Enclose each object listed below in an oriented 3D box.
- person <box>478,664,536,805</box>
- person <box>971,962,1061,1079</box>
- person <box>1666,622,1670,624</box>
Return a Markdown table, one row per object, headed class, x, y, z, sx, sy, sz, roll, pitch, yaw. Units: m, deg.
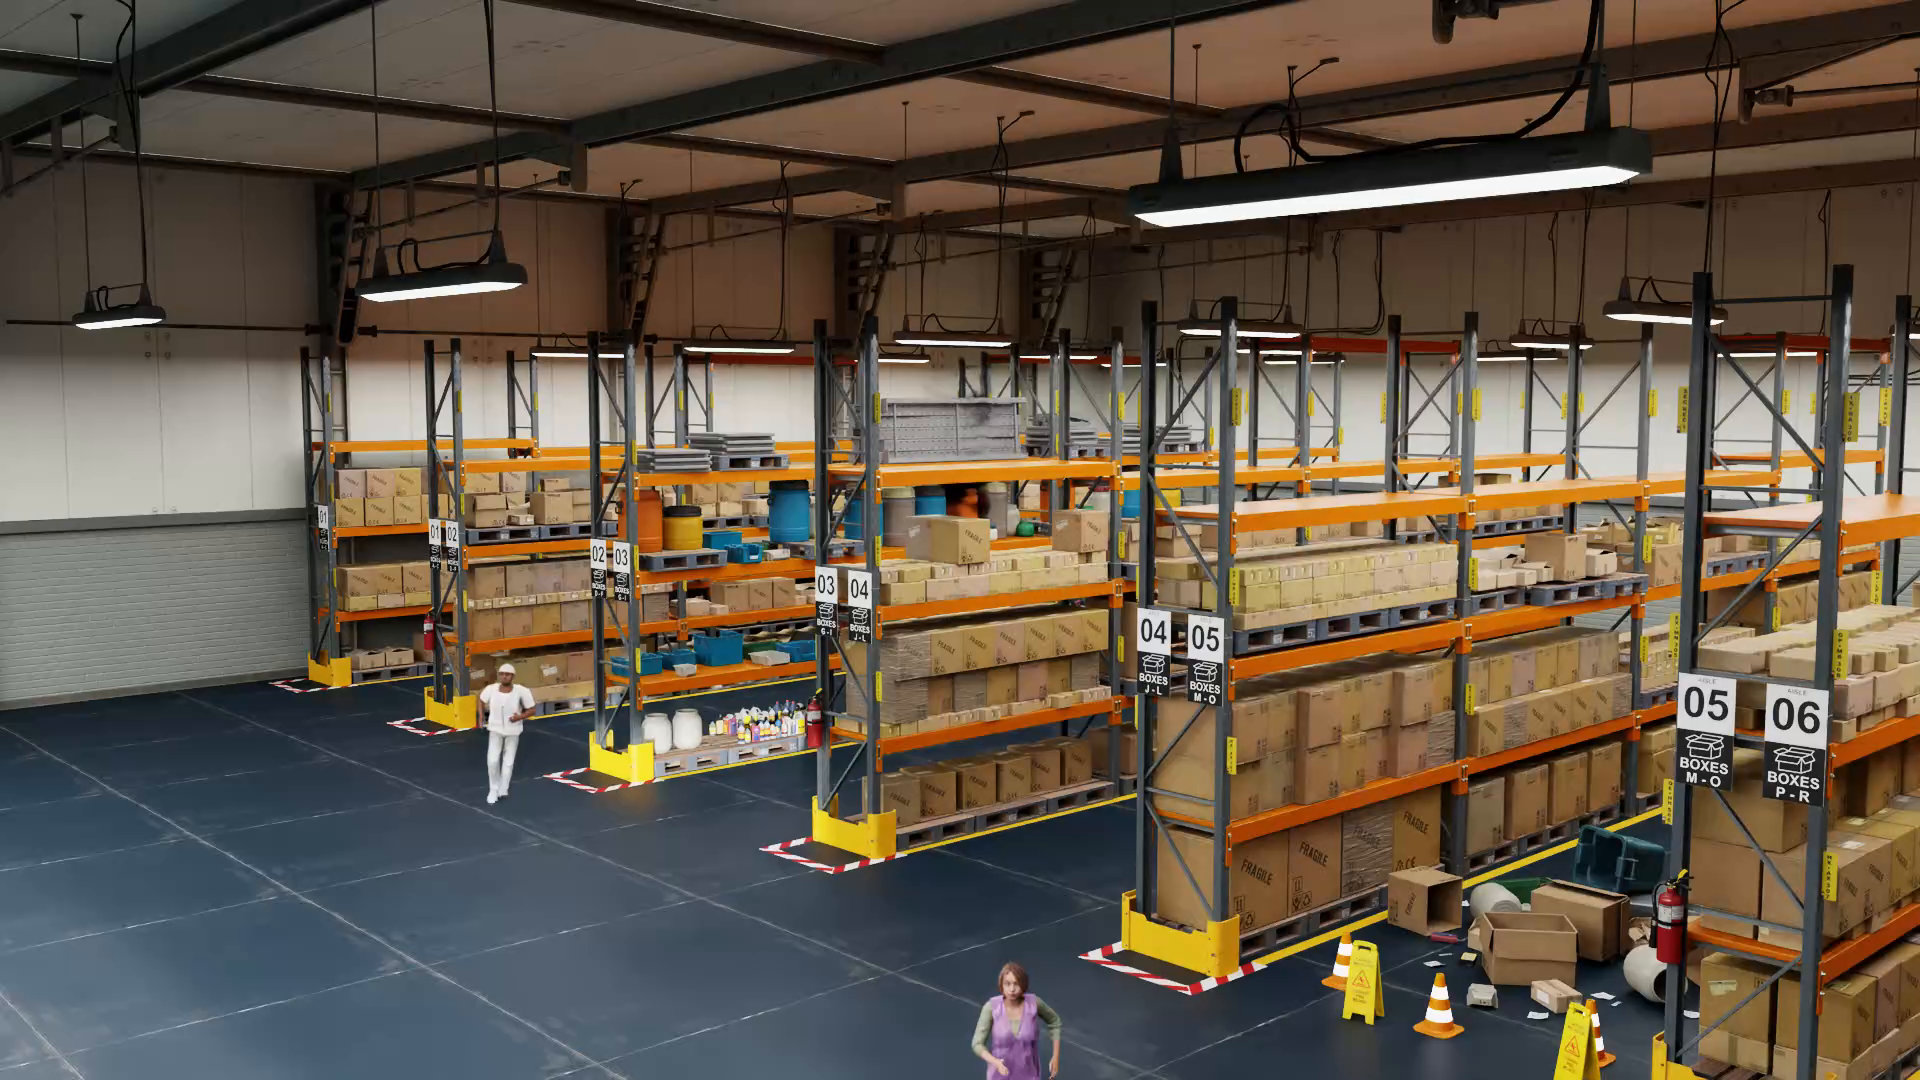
| class | x | y | z | sx | sy | sz | roll | pitch | yaw |
| --- | --- | --- | --- | --- | --- | --- | --- | --- | --- |
| person | -5.737 | 2.446 | 21.051 | 0.728 | 1.788 | 0.636 | -1 | 5 | -8 |
| person | 0.353 | 3.470 | 10.483 | 0.560 | 1.642 | 0.696 | 0 | 5 | 4 |
| person | 11.091 | 2.093 | 25.882 | 0.621 | 1.638 | 0.625 | -4 | 6 | -38 |
